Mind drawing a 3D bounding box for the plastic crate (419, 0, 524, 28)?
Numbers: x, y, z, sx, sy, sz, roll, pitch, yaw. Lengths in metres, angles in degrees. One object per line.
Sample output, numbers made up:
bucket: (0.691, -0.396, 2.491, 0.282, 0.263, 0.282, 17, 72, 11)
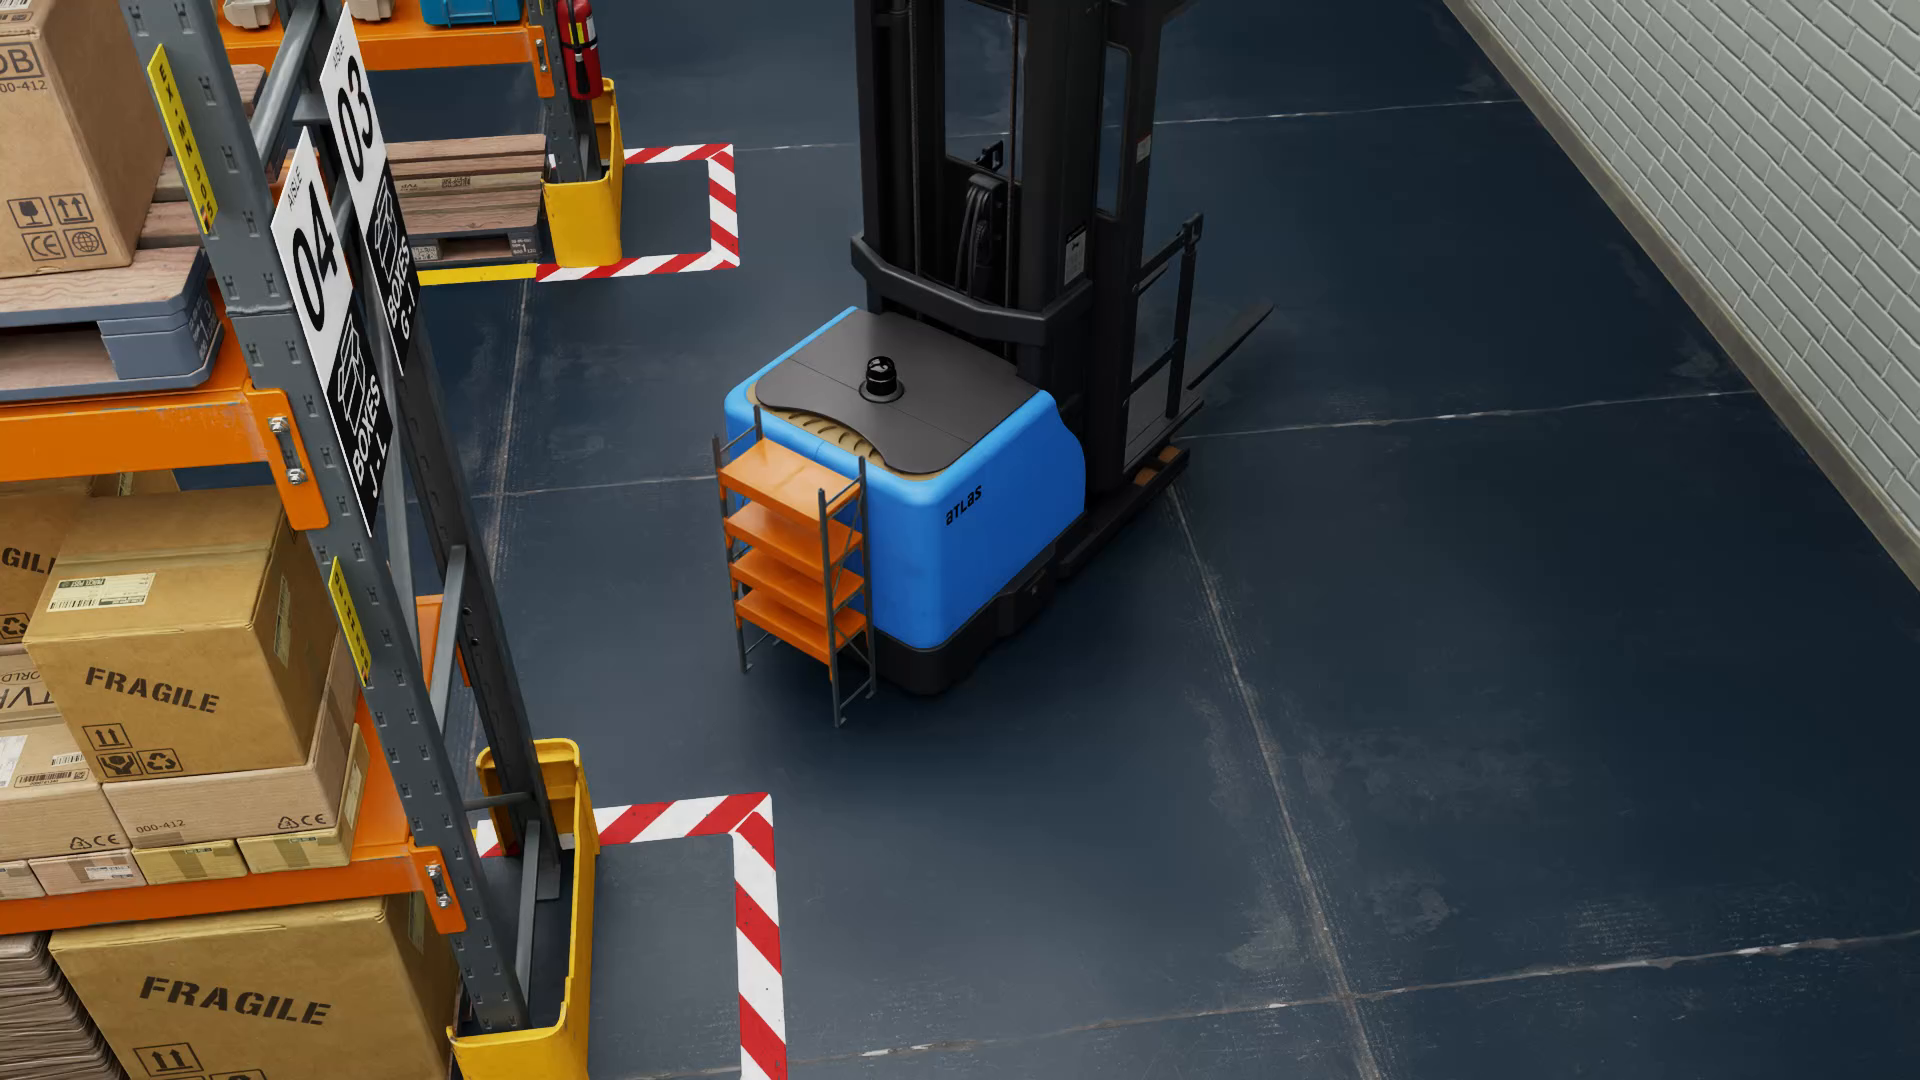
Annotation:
plastic crate: (-2.385, -2.829, 8.076, 0.499, 0.435, 0.616, -5, 42, -6)

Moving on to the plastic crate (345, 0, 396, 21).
plastic crate: (-2.862, -2.680, 8.134, 0.243, 0.136, 0.396, -5, 42, -6)

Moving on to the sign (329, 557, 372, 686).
sign: (-1.378, 0.186, 3.763, 0.005, 0.325, 0.100, -5, 42, -6)

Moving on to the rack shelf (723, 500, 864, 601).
rack shelf: (-0.603, 0.002, 6.118, 0.480, 0.148, 0.258, 26, 48, 26)

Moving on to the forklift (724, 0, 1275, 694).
forklift: (0.380, -1.425, 6.642, 1.130, 2.935, 3.031, 27, 48, 27)

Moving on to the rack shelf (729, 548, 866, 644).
rack shelf: (-0.603, 0.168, 6.268, 0.480, 0.148, 0.258, 26, 48, 26)

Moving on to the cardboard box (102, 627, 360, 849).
cardboard box: (-1.881, 0.506, 4.340, 0.500, 0.250, 0.500, -6, 42, -6)

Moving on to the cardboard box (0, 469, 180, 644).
cardboard box: (-2.441, -0.085, 4.435, 0.500, 0.500, 0.500, -6, 42, -7)

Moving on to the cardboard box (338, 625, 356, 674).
cardboard box: (-1.946, 0.150, 4.734, 0.500, 0.250, 0.500, -6, 42, -7)

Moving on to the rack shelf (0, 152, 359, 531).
rack shelf: (-3.418, -0.331, 3.675, 4.000, 0.370, 1.077, -5, 42, -6)

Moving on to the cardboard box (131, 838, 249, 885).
cardboard box: (-2.003, 0.709, 4.412, 0.250, 0.149, 0.380, -5, 42, -5)

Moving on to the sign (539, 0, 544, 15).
sign: (-1.989, -2.644, 7.820, 0.005, 0.325, 0.100, -5, 42, -6)

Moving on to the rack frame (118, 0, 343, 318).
rack frame: (-1.435, -1.885, 2.622, 0.127, 3.000, 1.000, -5, 42, -6)

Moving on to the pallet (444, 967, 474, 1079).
pallet: (-2.217, 1.499, 5.430, 1.213, 0.211, 1.003, -5, 42, -6)

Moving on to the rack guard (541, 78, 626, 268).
rack guard: (-2.055, -2.030, 9.127, 0.348, 0.500, 1.175, -5, 42, -6)

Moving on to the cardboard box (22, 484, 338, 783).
cardboard box: (-1.884, 0.226, 4.090, 0.500, 0.500, 0.500, -5, 42, -5)

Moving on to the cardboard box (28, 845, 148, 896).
cardboard box: (-2.253, 0.730, 4.389, 0.250, 0.149, 0.380, -5, 42, -5)

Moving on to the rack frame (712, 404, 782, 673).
rack frame: (-0.799, 0.021, 6.331, 0.015, 1.200, 0.240, 26, 48, 26)

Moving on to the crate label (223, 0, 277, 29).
crate label: (-3.424, -2.624, 8.072, 0.243, 0.136, 0.396, -5, 42, -6)

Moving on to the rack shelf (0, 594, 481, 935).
rack shelf: (-3.418, 0.783, 4.679, 4.000, 0.370, 1.077, -5, 42, -6)

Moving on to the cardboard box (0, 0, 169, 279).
cardboard box: (-1.943, -0.921, 3.329, 0.500, 0.500, 0.700, -7, 43, -8)

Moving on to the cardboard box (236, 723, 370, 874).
cardboard box: (-1.745, 0.685, 4.438, 0.250, 0.149, 0.380, -4, 42, -5)

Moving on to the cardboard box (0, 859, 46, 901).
cardboard box: (-2.500, 0.751, 4.365, 0.250, 0.149, 0.380, -4, 42, -5)

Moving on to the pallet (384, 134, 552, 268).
pallet: (-2.900, -1.866, 9.161, 1.213, 0.211, 1.003, -5, 42, -6)

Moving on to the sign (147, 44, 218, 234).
sign: (-1.378, -0.709, 2.955, 0.005, 0.325, 0.100, -5, 42, -6)

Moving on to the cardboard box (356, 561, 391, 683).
cardboard box: (-1.829, 0.247, 4.924, 0.250, 0.149, 0.380, -5, 42, -5)

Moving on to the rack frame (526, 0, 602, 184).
rack frame: (-2.077, -2.947, 8.278, 0.127, 3.000, 1.000, -5, 42, -6)

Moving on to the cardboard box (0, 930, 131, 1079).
cardboard box: (-2.961, 1.163, 4.994, 0.875, 0.875, 0.875, -5, 42, -6)

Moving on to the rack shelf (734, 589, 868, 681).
rack shelf: (-0.603, 0.316, 6.401, 0.480, 0.148, 0.258, 26, 48, 26)

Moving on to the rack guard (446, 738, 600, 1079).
rack guard: (-1.411, 1.268, 5.470, 0.348, 0.500, 1.175, -5, 42, -6)

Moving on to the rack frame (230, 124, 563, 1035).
rack frame: (-1.435, 0.342, 4.631, 0.127, 3.000, 1.000, -5, 42, -6)

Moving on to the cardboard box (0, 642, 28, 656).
cardboard box: (-2.460, 0.199, 4.679, 0.500, 0.250, 0.500, -5, 42, -6)

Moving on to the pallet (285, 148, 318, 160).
pallet: (-4.107, -1.762, 9.046, 1.213, 0.211, 1.003, -5, 42, -6)

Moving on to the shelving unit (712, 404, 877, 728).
shelving unit: (-0.603, 0.118, 6.223, 0.503, 1.200, 0.258, 26, 48, 26)

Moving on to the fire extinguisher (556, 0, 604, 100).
fire extinguisher: (-1.868, -2.491, 8.109, 0.183, 0.674, 0.296, -5, 42, -6)

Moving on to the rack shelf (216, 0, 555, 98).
rack shelf: (-4.060, -2.506, 8.326, 4.000, 0.370, 1.077, -5, 42, -6)

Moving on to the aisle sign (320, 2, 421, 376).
aisle sign: (-1.402, -0.829, 3.988, 0.004, 0.787, 0.394, -5, 42, -6)

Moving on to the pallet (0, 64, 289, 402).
pallet: (-2.169, -0.667, 3.577, 1.213, 0.211, 1.003, -5, 42, -6)

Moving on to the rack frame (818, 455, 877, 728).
rack frame: (-0.407, 0.216, 6.115, 0.015, 1.200, 0.240, 26, 48, 26)

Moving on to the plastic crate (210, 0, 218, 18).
plastic crate: (-3.715, -2.586, 8.030, 0.250, 0.136, 0.298, -5, 42, -6)

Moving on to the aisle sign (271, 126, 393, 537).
aisle sign: (-1.324, -0.430, 3.546, 0.004, 0.787, 0.394, -5, 42, -6)

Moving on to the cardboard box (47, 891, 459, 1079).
cardboard box: (-2.059, 1.084, 5.081, 0.875, 0.875, 0.875, -5, 42, -6)

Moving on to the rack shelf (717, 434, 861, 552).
rack shelf: (-0.603, -0.174, 5.960, 0.480, 0.148, 0.258, 26, 48, 26)

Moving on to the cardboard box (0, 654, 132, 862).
cardboard box: (-2.384, 0.549, 4.291, 0.500, 0.250, 0.500, -6, 42, -6)
